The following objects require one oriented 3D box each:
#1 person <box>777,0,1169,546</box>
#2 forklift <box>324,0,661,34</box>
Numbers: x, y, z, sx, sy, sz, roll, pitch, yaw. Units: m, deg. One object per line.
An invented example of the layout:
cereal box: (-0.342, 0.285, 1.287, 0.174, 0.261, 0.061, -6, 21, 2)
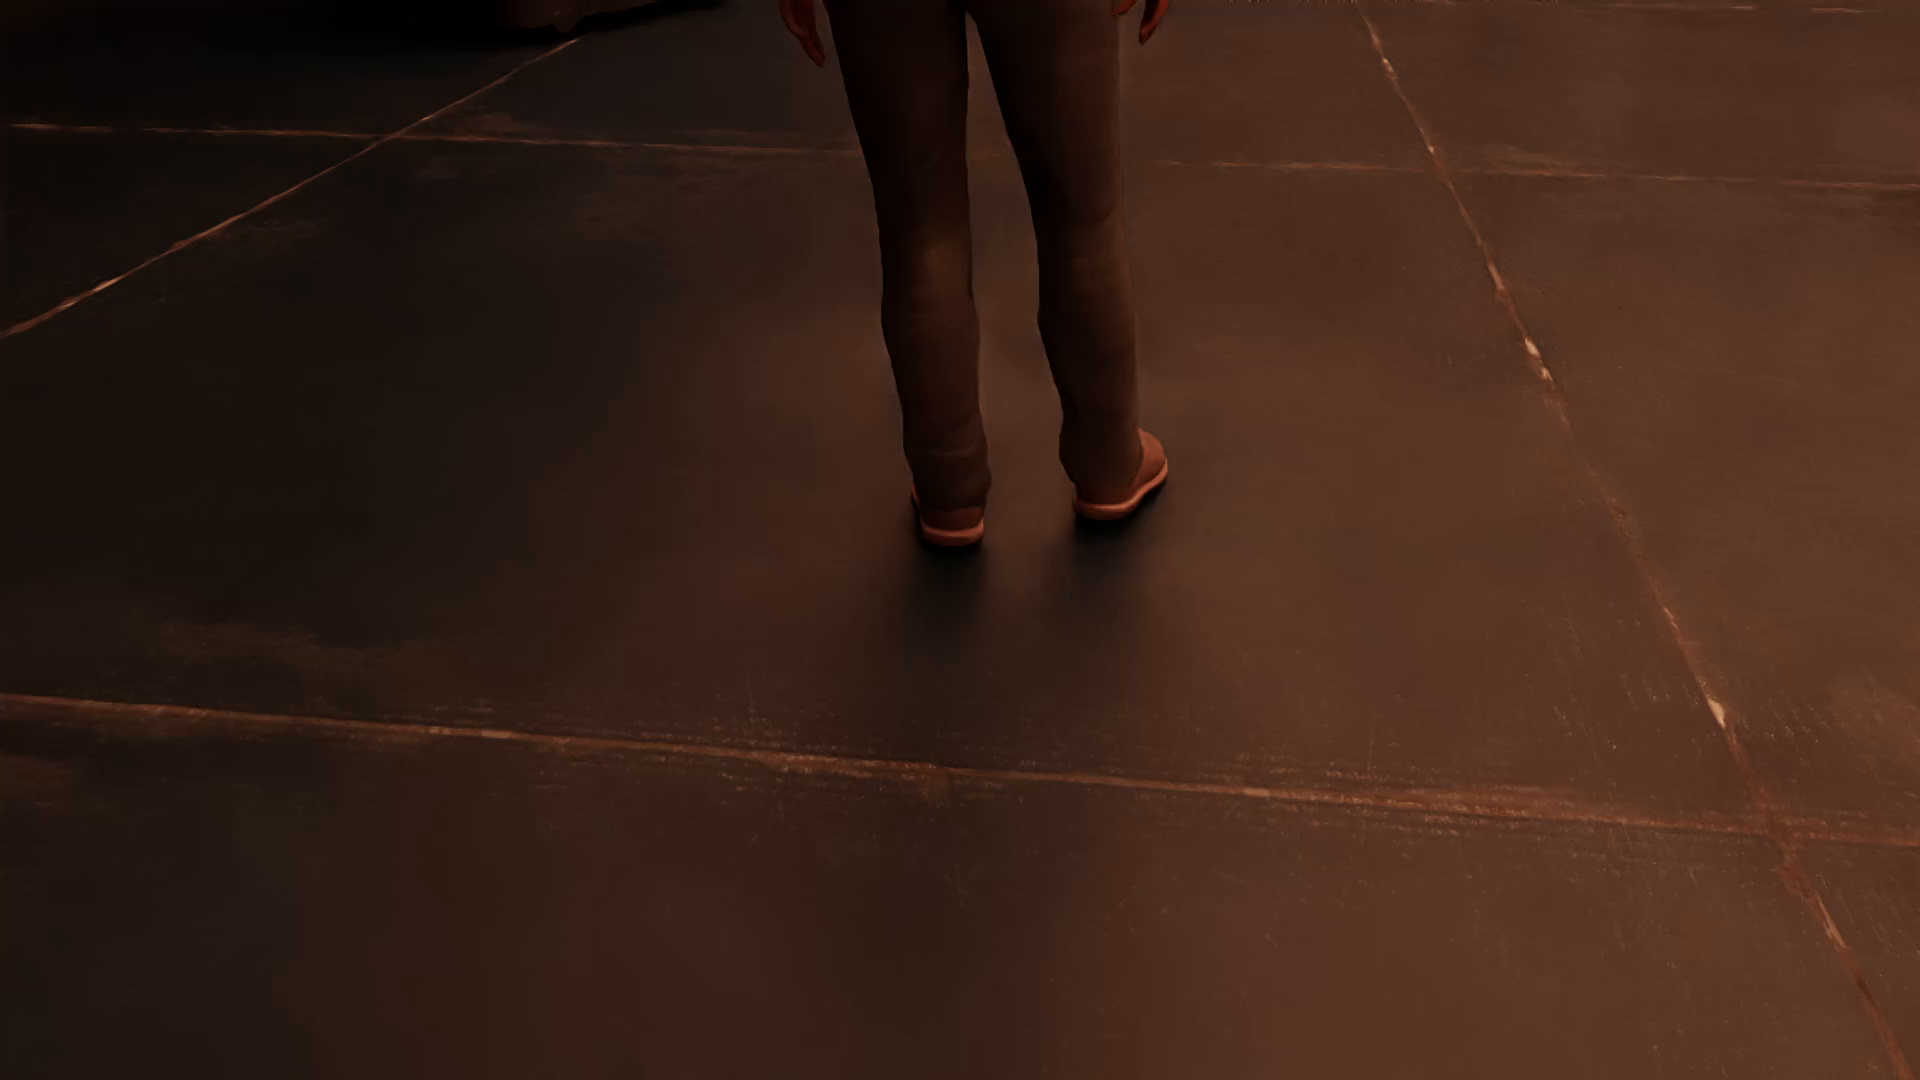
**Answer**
person: (0.031, -0.779, 2.206, 0.570, 1.642, 0.503, 3, 27, 7)
forklift: (-1.356, -3.809, 6.853, 1.130, 2.935, 3.031, 13, 29, 24)
